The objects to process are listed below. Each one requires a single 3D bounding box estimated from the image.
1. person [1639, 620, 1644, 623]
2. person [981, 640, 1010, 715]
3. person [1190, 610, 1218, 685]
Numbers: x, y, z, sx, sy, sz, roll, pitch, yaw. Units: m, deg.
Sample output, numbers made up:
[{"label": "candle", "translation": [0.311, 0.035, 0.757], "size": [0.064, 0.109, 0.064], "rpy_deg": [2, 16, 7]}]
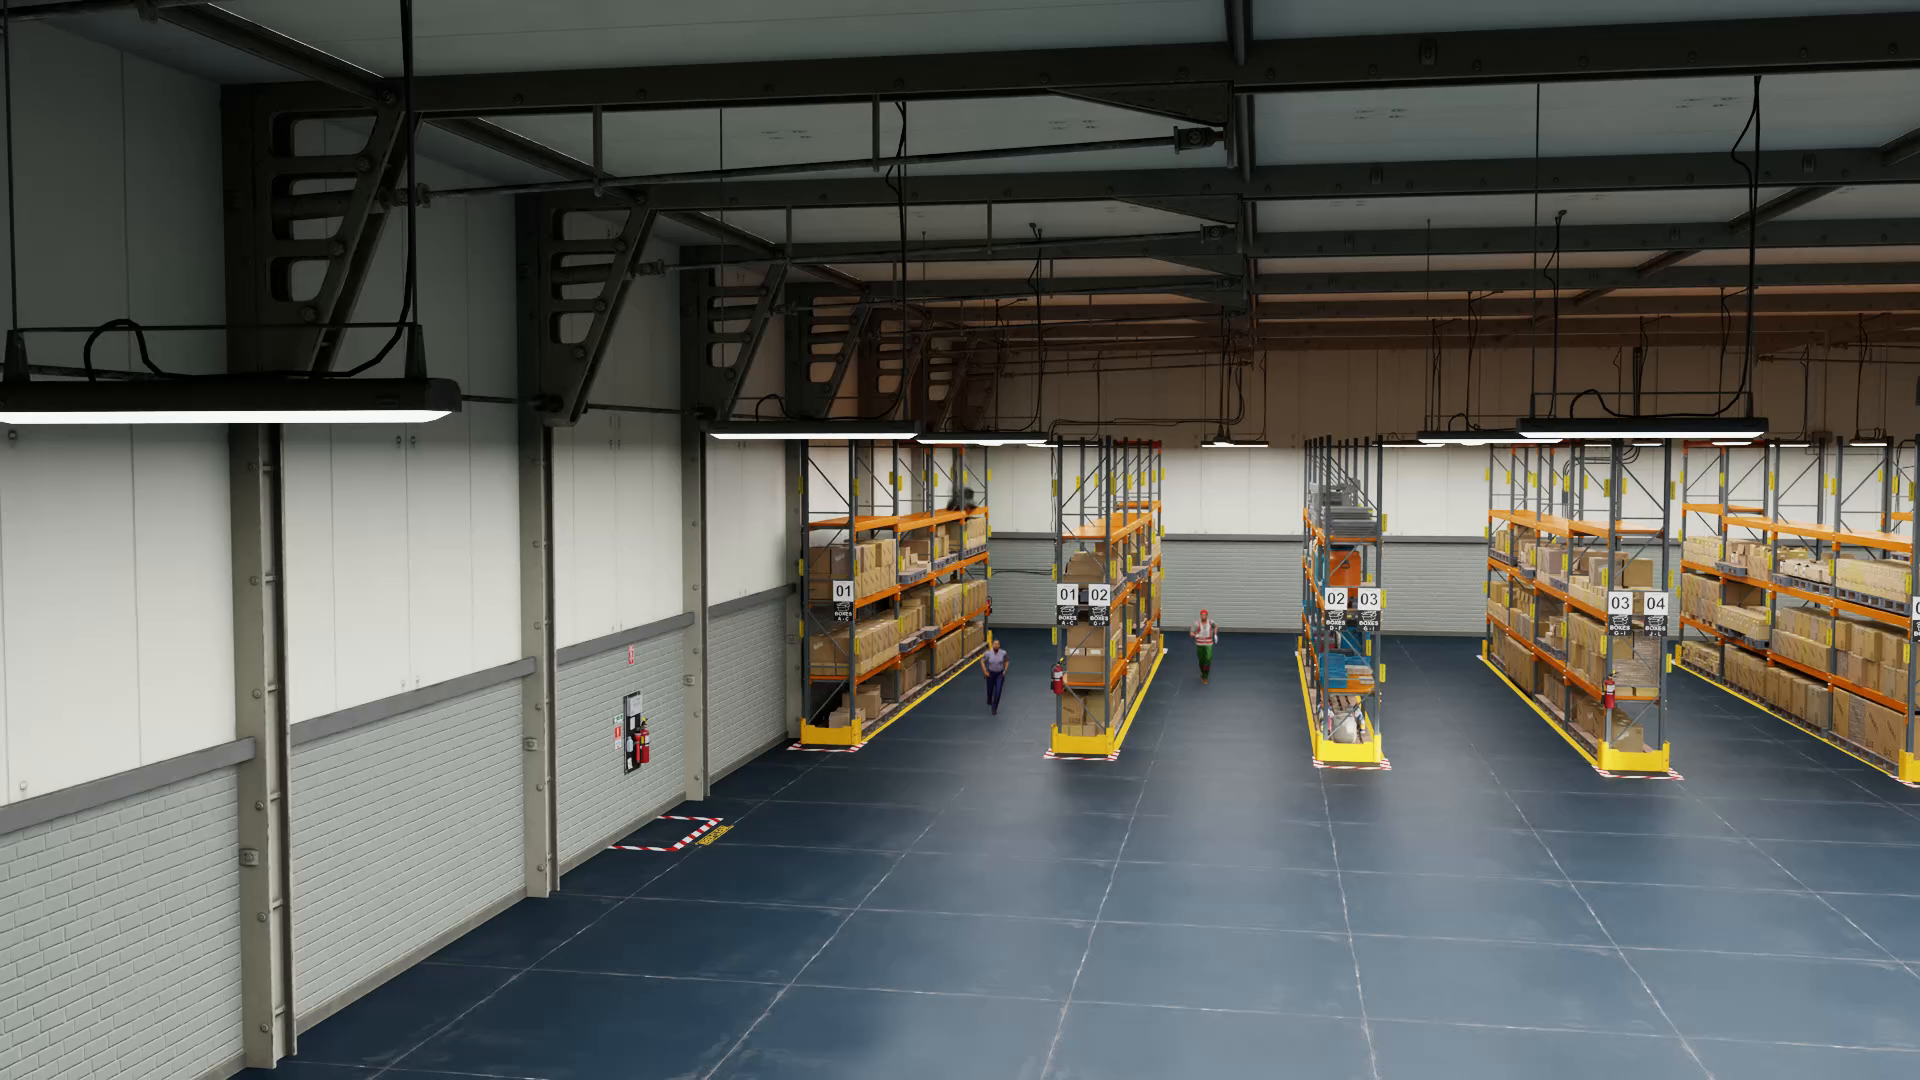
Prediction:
[{"label": "person", "translation": [17.498, 2.626, 42.063], "size": [0.648, 1.651, 0.777], "rpy_deg": [0, 3, 5]}, {"label": "person", "translation": [0.772, 2.972, 36.269], "size": [0.626, 1.618, 0.605], "rpy_deg": [0, 3, -5]}, {"label": "person", "translation": [6.015, 2.628, 41.003], "size": [0.690, 1.849, 0.912], "rpy_deg": [0, 3, 3]}]
